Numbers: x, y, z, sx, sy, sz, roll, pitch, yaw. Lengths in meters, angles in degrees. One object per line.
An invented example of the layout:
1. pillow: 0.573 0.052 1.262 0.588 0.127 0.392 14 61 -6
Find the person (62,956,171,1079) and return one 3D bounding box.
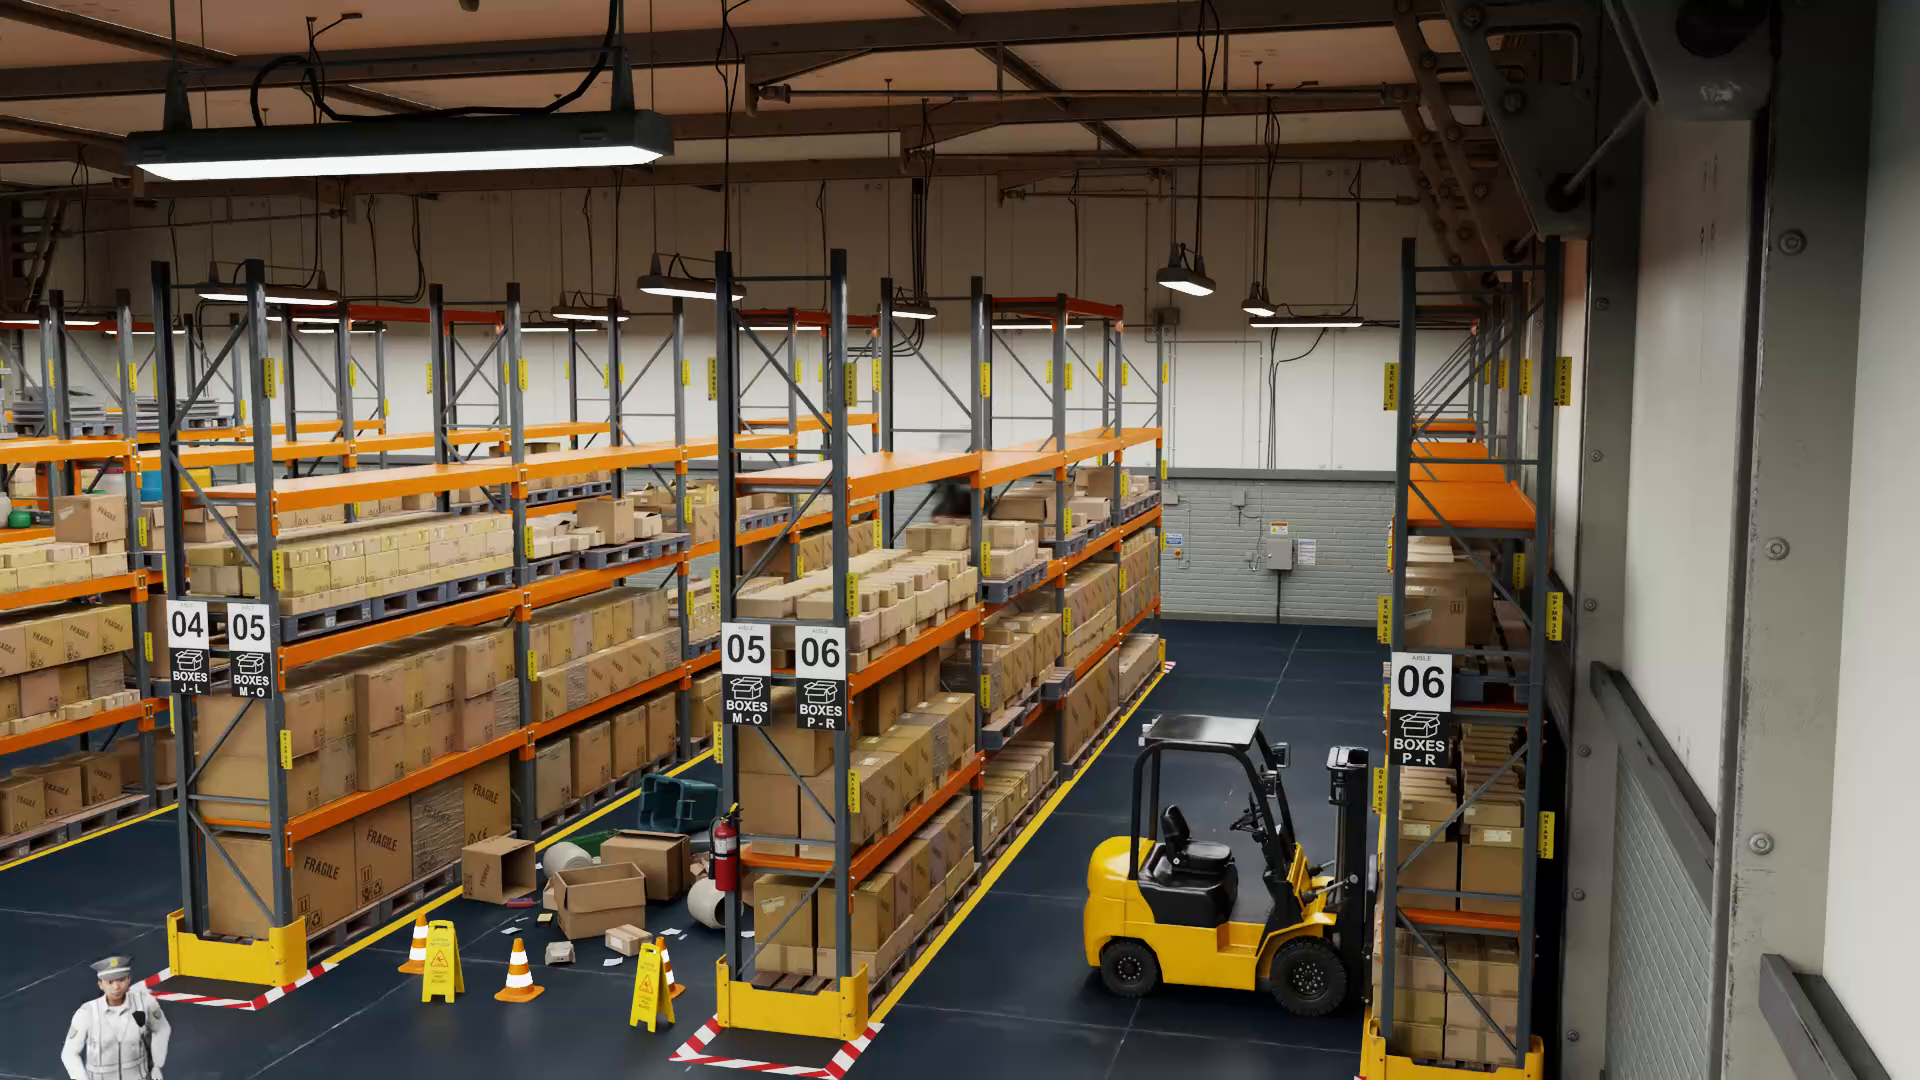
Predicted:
1. person: -5.130 3.288 10.145 0.605 1.655 0.671 -4 7 -34

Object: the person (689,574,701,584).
1. person: -4.380 1.417 27.343 0.716 1.733 0.637 2 6 15
